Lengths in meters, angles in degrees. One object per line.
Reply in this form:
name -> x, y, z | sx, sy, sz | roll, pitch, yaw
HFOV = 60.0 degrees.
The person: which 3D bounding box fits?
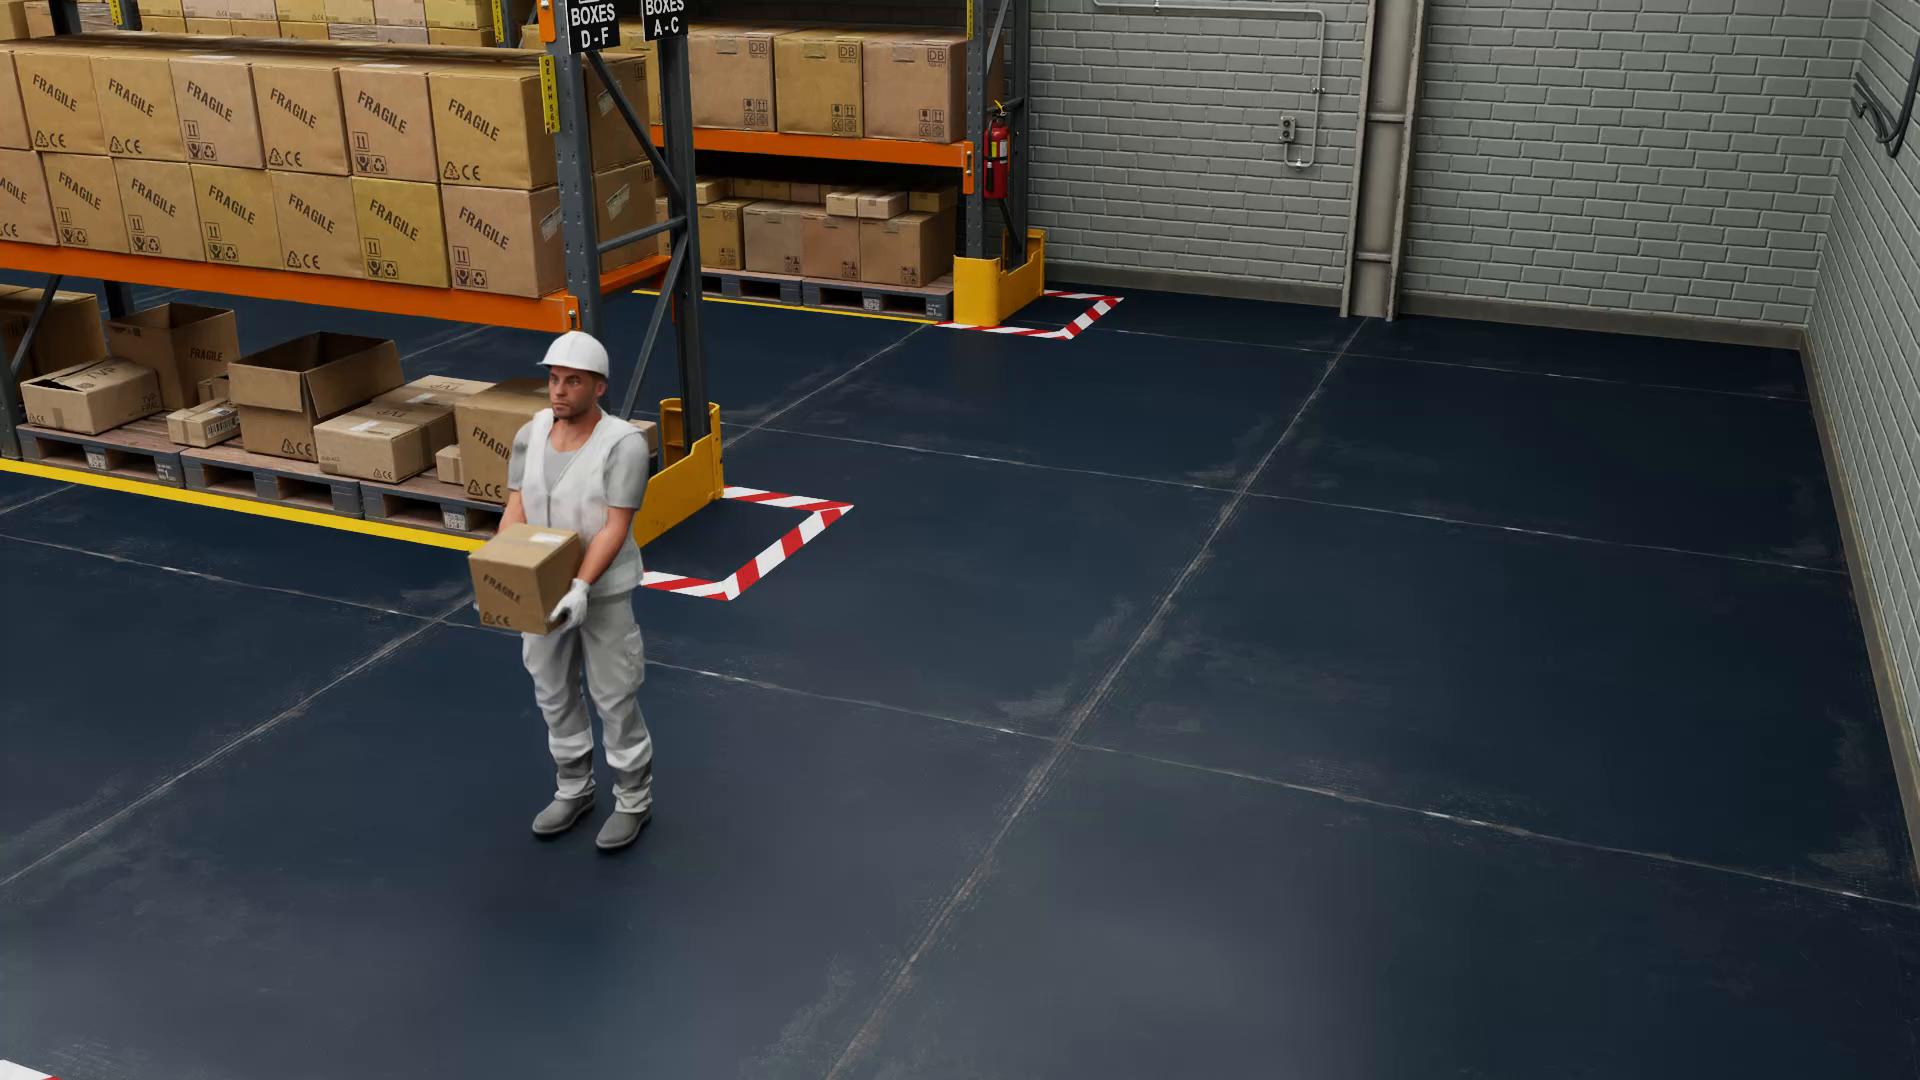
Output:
person -> -1.303, 0.214, 5.536 | 0.505, 1.787, 0.564 | 9, 24, 20
